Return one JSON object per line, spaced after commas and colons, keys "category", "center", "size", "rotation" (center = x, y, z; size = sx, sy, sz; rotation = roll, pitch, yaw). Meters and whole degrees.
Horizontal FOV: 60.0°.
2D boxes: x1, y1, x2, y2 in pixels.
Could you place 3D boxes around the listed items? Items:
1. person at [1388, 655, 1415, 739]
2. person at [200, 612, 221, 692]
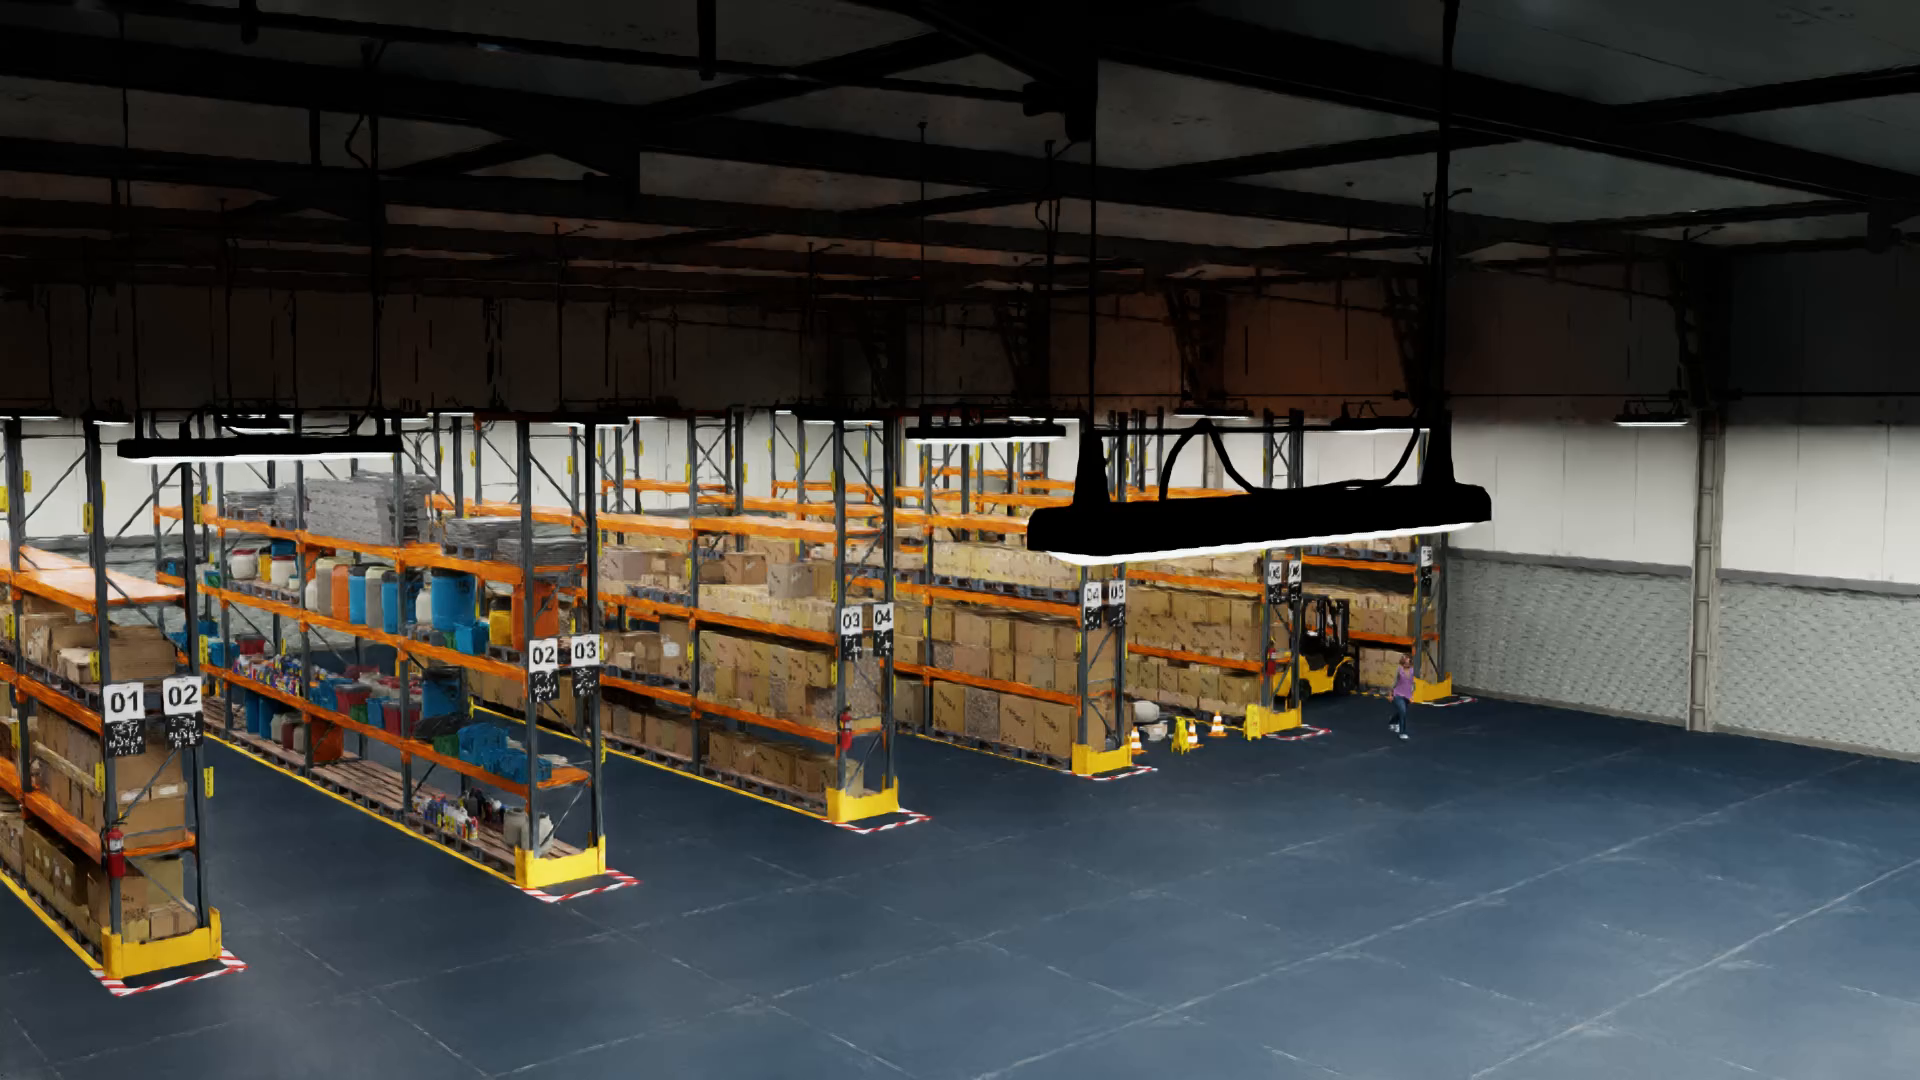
{"category": "person", "center": [8.169, 2.877, 30.753], "size": [0.461, 1.494, 0.867], "rotation": [-2, 5, -19]}
{"category": "person", "center": [-15.864, 2.387, 34.964], "size": [0.476, 1.756, 0.727], "rotation": [-1, 5, -10]}
